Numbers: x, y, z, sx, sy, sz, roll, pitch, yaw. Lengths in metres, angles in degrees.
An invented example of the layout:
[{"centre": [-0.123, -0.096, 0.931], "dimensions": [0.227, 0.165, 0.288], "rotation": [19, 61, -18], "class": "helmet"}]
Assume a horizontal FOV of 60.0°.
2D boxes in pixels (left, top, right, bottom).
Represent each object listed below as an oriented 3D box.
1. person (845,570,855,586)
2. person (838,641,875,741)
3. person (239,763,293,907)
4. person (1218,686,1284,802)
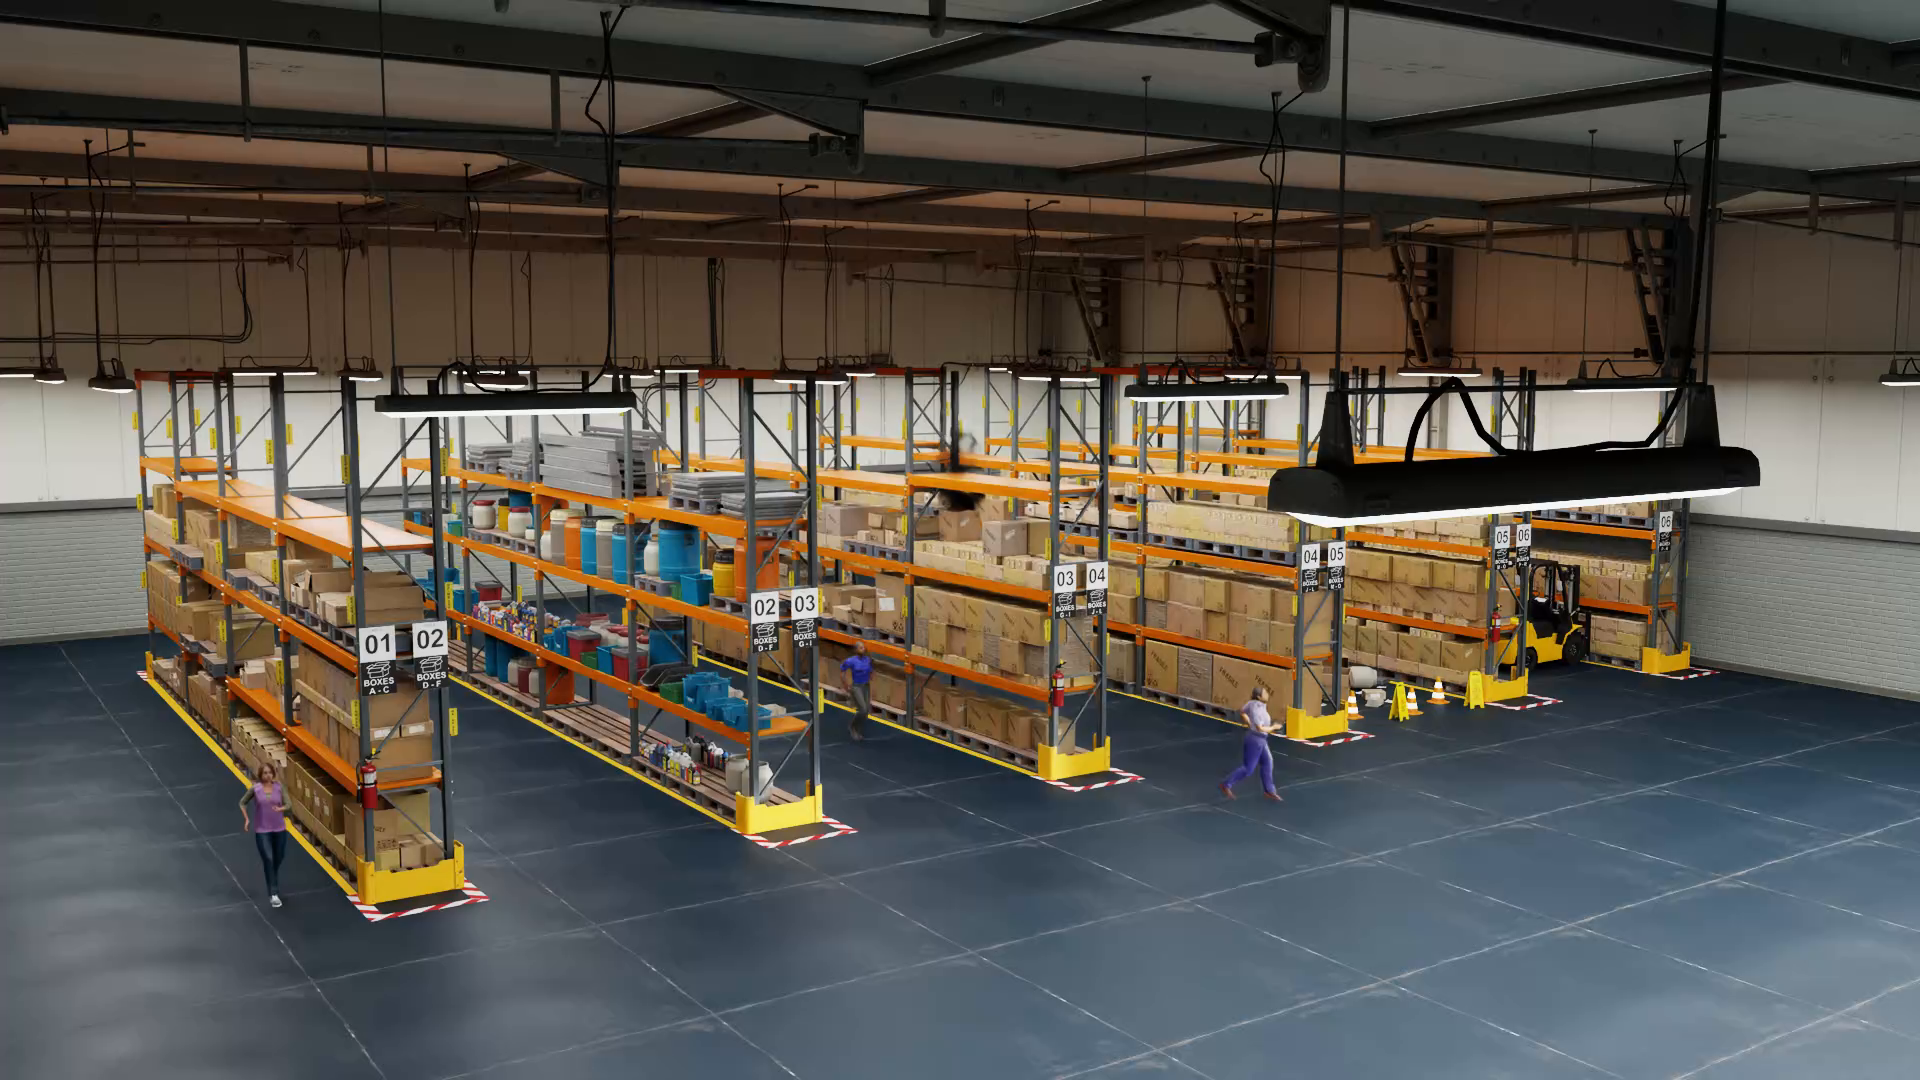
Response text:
[{"centre": [-2.374, 1.489, 35.483], "dimensions": [0.658, 1.690, 0.582], "rotation": [6, 9, 43], "class": "person"}, {"centre": [-1.614, 2.465, 27.058], "dimensions": [0.550, 1.617, 0.646], "rotation": [-6, 9, -41], "class": "person"}, {"centre": [-7.958, 3.362, 19.161], "dimensions": [0.539, 1.573, 0.844], "rotation": [-4, 8, -34], "class": "person"}, {"centre": [4.111, 2.886, 23.426], "dimensions": [0.939, 1.664, 0.614], "rotation": [1, 6, 7], "class": "person"}]
